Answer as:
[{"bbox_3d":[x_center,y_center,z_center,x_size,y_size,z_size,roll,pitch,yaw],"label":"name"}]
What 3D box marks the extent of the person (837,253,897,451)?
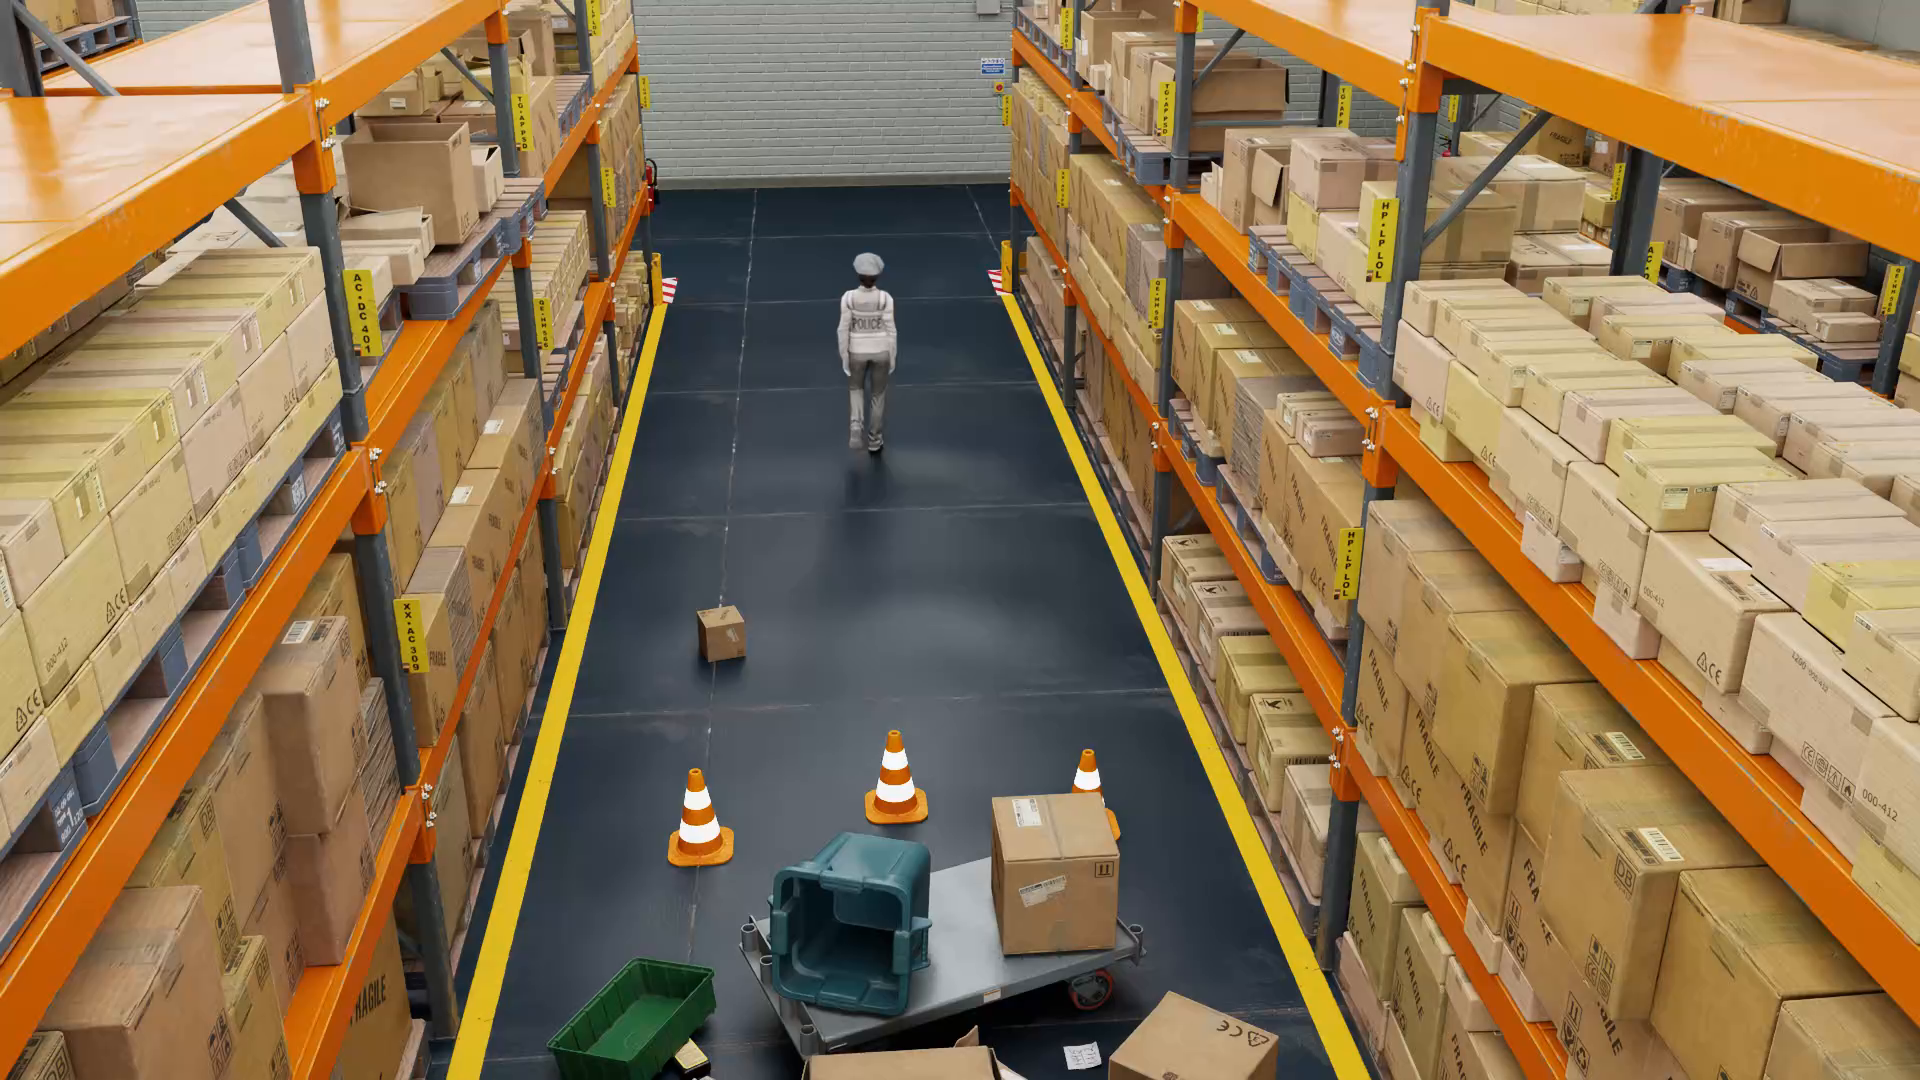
[{"bbox_3d":[-0.759,-1.523,13.659,0.483,1.679,0.489,1,24,3],"label":"person"}]
